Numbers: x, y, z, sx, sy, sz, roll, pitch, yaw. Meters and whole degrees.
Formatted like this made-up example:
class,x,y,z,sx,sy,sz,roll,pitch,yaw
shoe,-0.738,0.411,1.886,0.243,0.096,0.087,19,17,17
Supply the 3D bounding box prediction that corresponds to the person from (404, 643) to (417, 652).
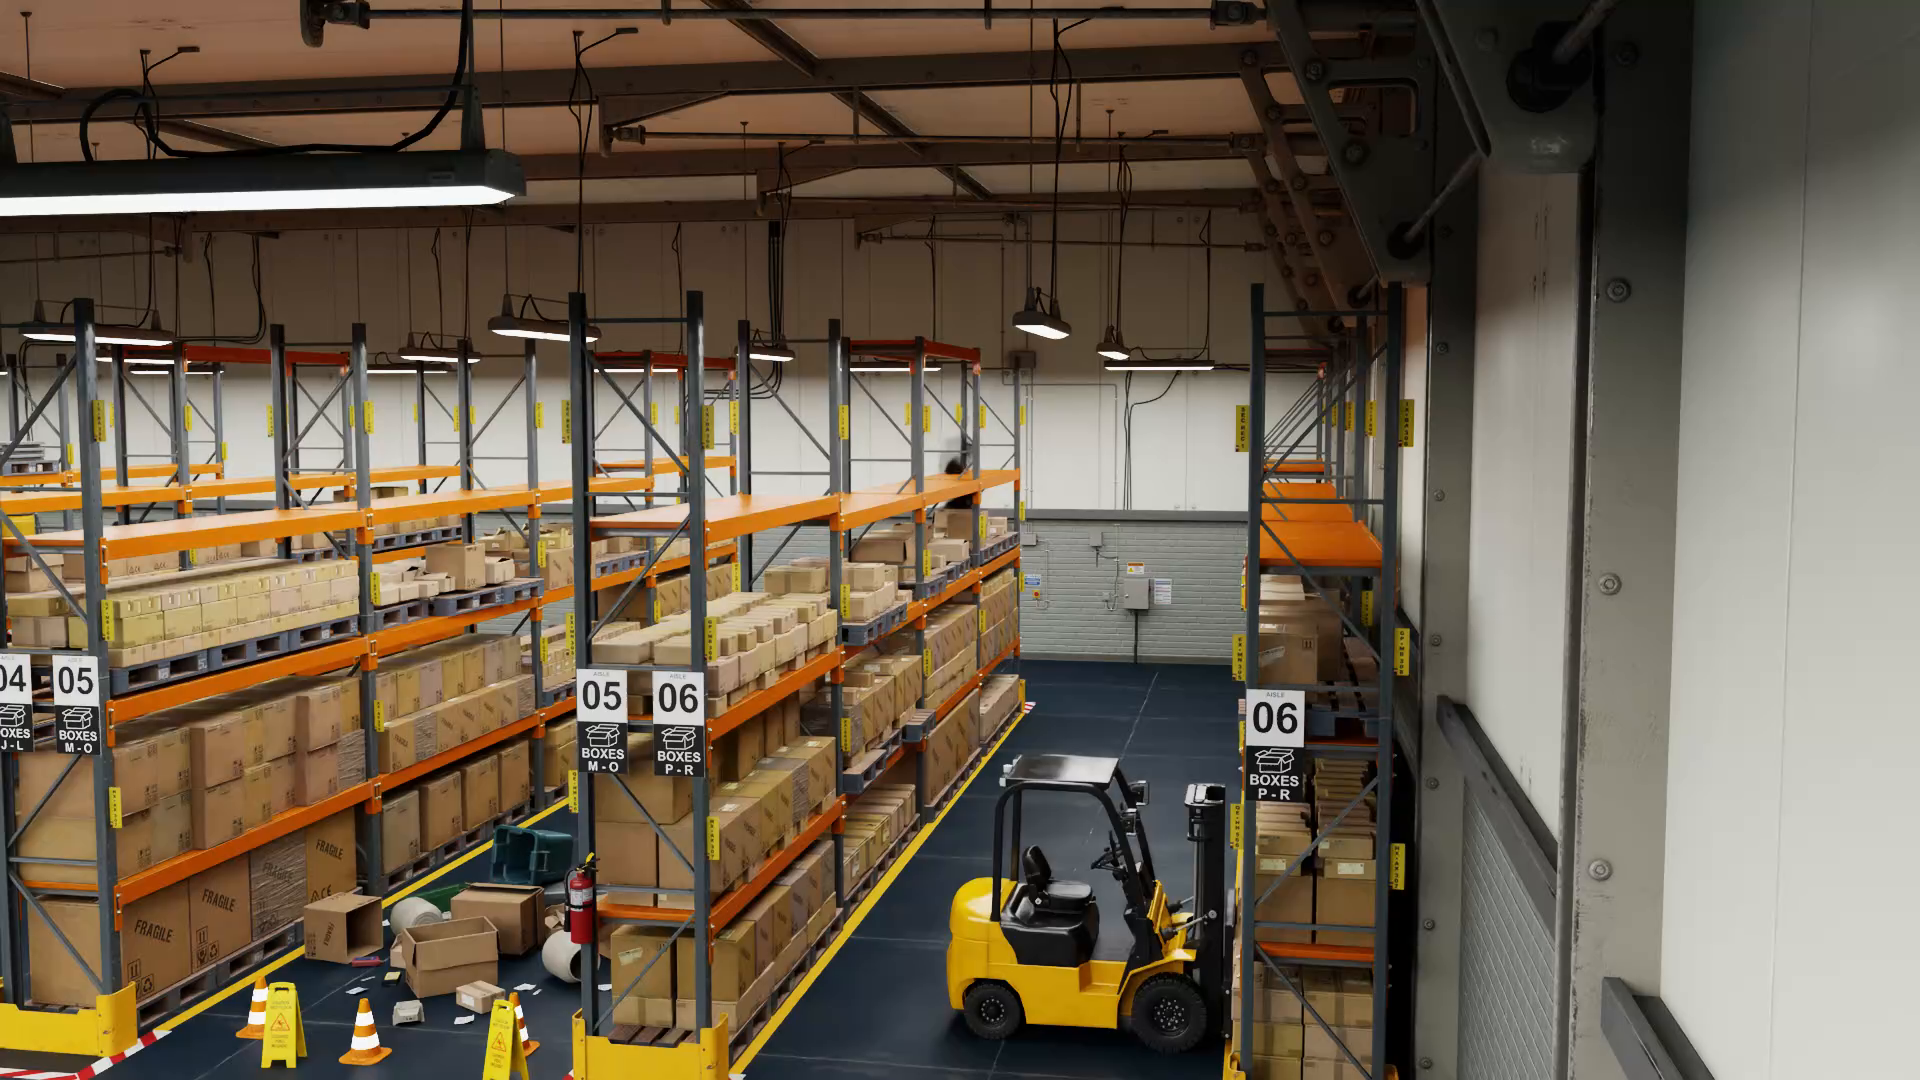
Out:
class,x,y,z,sx,sy,sz,roll,pitch,yaw
person,-8.340,2.318,25.202,0.489,1.483,0.508,1,5,7
